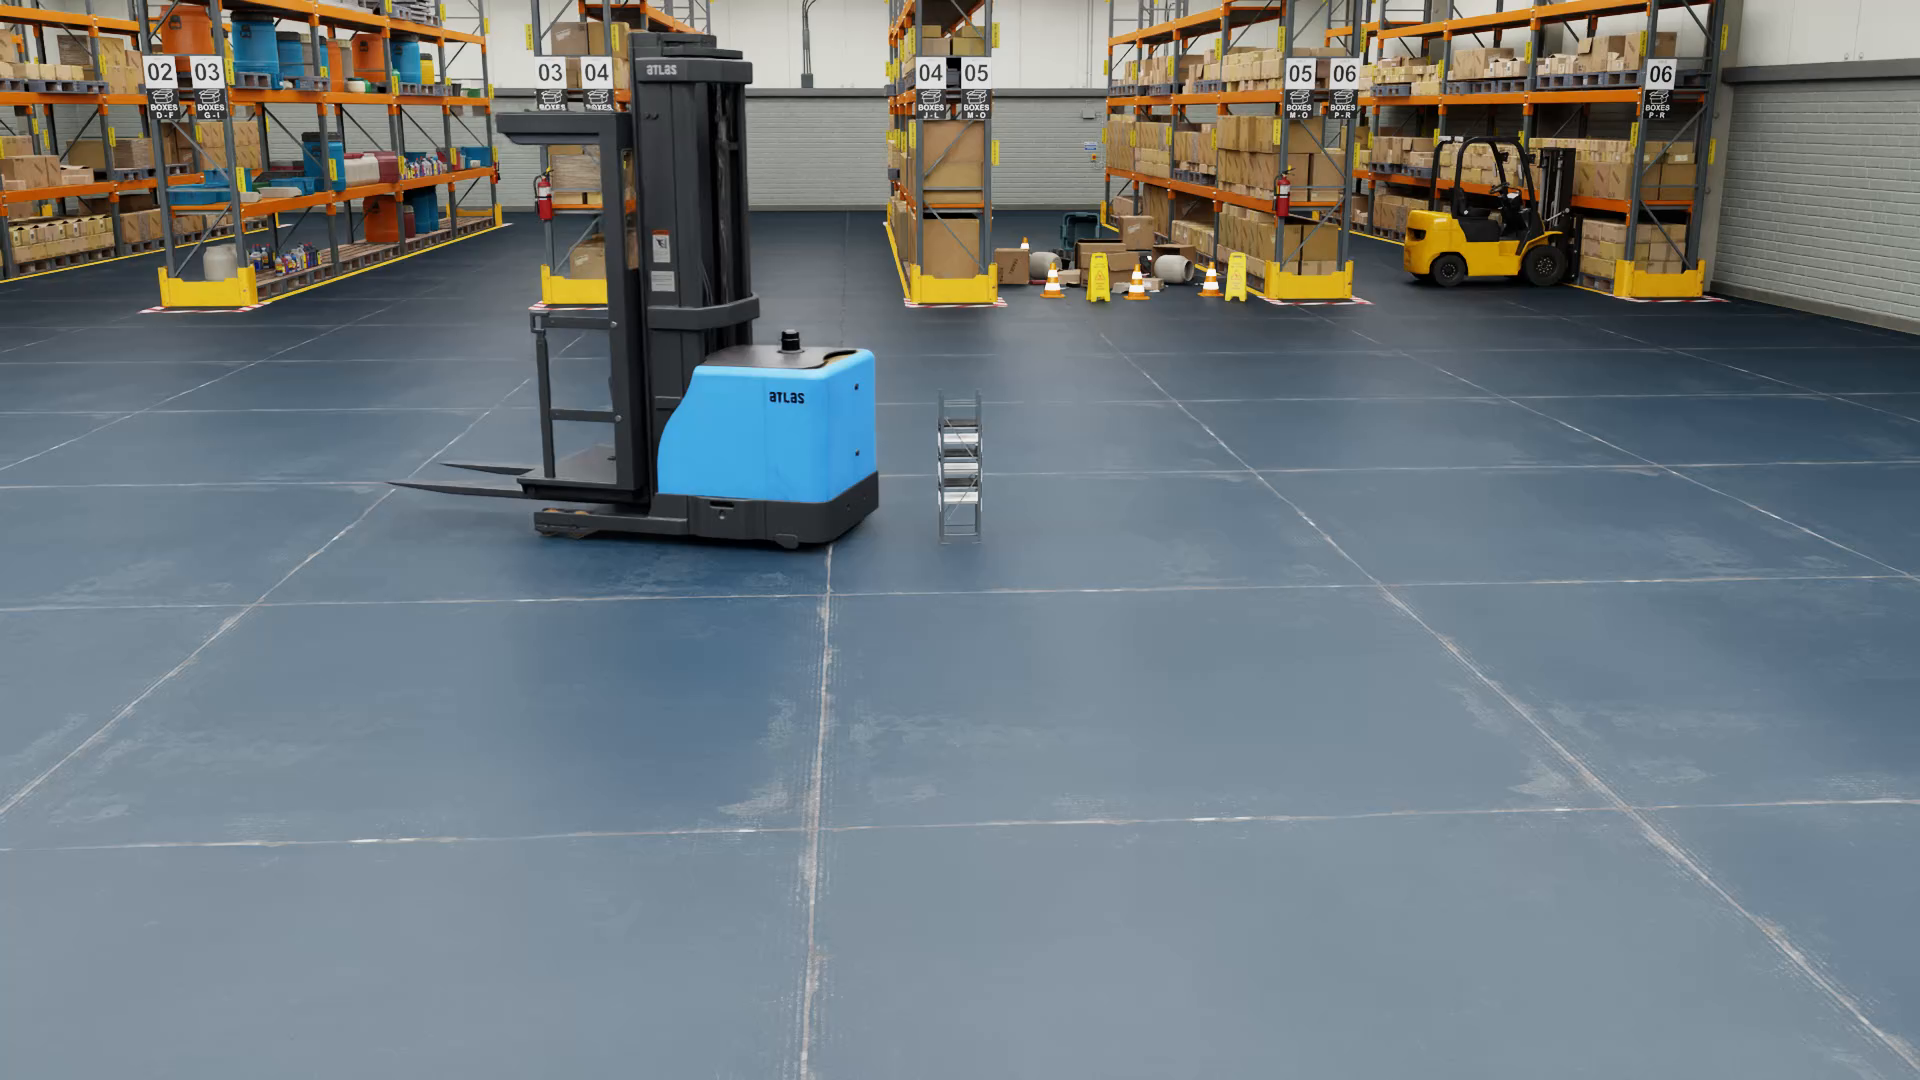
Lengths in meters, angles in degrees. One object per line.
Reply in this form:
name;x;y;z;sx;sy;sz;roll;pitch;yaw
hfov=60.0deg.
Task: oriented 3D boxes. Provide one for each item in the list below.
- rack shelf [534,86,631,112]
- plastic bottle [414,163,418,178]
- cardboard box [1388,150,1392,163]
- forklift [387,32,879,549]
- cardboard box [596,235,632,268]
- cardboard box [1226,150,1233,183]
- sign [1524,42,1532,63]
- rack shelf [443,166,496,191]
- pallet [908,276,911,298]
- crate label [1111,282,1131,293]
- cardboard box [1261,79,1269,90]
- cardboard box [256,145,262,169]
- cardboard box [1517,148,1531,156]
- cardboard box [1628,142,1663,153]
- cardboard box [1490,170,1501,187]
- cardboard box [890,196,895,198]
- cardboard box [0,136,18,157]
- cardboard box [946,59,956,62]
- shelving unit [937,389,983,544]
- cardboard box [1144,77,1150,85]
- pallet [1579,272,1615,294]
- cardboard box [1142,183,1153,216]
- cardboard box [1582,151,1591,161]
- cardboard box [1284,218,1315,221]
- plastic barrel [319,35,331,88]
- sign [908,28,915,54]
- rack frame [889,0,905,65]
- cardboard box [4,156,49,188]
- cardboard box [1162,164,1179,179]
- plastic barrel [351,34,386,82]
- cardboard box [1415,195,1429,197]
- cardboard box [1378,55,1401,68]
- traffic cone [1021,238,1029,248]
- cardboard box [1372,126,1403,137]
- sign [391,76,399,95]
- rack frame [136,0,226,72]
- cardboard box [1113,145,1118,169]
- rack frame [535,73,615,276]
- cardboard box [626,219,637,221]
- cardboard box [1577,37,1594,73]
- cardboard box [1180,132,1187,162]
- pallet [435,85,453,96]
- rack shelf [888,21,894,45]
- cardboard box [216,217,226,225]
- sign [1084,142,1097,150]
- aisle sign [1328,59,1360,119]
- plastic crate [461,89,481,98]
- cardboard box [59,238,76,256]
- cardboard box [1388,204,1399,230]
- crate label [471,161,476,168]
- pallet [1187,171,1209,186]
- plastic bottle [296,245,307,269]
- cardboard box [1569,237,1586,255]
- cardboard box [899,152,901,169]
rack shelf;-5.167;-6.264;23.774;1.077;0.370;4.000;-1;14;-3
plastic bottle;-10.237;-6.942;31.245;0.097;0.271;0.097;0;14;0
cardboard box;8.762;-7.664;33.219;0.396;0.266;0.258;0;14;-1
forklift;-2.091;-1.550;10.168;3.031;2.935;1.130;4;15;15
cardboard box;-5.146;-4.254;24.713;0.500;0.500;0.500;-2;15;-8
cardboard box;4.404;-5.764;25.611;0.500;0.500;0.500;-1;14;-4
sign;9.013;-7.732;26.368;0.100;0.325;0.005;-1;14;-3
rack shelf;-10.854;-7.719;35.450;1.077;0.370;4.000;-1;14;-3
pallet;-0.214;-3.560;23.441;1.003;0.211;1.213;-1;14;-3
crate label;2.337;-3.608;23.776;0.250;0.136;0.298;-9;17;-32
cardboard box;4.504;-6.484;23.690;0.380;0.149;0.250;-1;14;-4
cardboard box;-15.622;-8.430;36.571;0.500;0.500;0.500;0;14;-2
cardboard box;9.312;-6.331;27.111;0.380;0.149;0.250;0;14;-2
cardboard box;9.570;-5.485;23.225;0.380;0.149;0.250;-1;14;-3
cardboard box;9.225;-6.061;27.863;0.500;0.250;0.500;-1;14;-4
cardboard box;-1.384;-7.668;37.493;0.380;0.149;0.250;-2;15;-6
cardboard box;-20.768;-8.249;35.467;0.980;0.700;0.700;-1;14;-4
cardboard box;0.045;-6.990;23.813;0.500;0.250;0.500;-1;14;-4
shelving unit;0.000;-0.438;9.922;0.258;0.900;0.210;-1;14;-3
cardboard box;3.834;-9.022;32.678;0.380;0.166;0.250;-2;15;-7
pallet;9.713;-3.732;24.105;1.003;0.211;1.213;-1;14;-3
cardboard box;4.223;-6.821;33.937;0.875;0.875;0.875;0;14;-2
cardboard box;9.397;-5.656;24.485;0.380;0.149;0.250;-1;14;-3
cardboard box;5.013;-4.515;24.726;0.500;0.500;0.500;-1;14;-2
plastic barrel;-10.563;-7.724;27.001;0.600;0.901;0.708;-1;14;-3
sign;-0.628;-6.551;21.832;0.100;0.325;0.005;-1;14;-3
rack frame;-1.077;-11.598;37.043;1.000;3.000;0.127;-1;14;-3
cardboard box;-15.273;-6.000;27.125;0.500;0.500;0.500;-1;14;-3
cardboard box;4.062;-6.854;30.945;0.500;0.250;0.500;-1;14;-5
plastic barrel;-10.514;-8.580;29.630;0.600;0.830;0.708;-1;14;-3
cardboard box;9.457;-6.908;33.726;0.380;0.149;0.250;-2;15;-6
cardboard box;8.729;-9.724;33.812;0.396;0.266;0.258;-1;14;-4
traffic cone;1.090;-4.836;27.895;0.336;0.463;0.334;-1;14;-3
cardboard box;9.232;-8.686;35.964;0.500;0.500;0.500;-1;14;-5
sign;-9.933;-7.987;29.240;0.100;0.325;0.005;-1;14;-3
rack frame;-9.986;-7.491;21.081;1.000;3.000;0.127;-1;14;-3
cardboard box;3.673;-8.466;36.712;0.500;0.500;0.500;-1;14;-4
rack frame;-5.043;-4.662;22.125;1.000;3.000;0.127;-1;14;-3
cardboard box;-5.388;-5.209;28.385;0.700;0.500;0.500;0;14;1
cardboard box;9.570;-7.156;24.547;0.797;0.503;0.637;0;14;-2
cardboard box;4.189;-6.955;29.399;0.500;0.500;0.500;0;14;-1
pallet;-10.584;-8.738;32.325;1.213;0.211;1.003;-1;14;-3
rack shelf;-0.953;-10.750;35.200;1.077;0.370;4.000;-1;14;-3
cardboard box;-15.547;-6.658;34.686;0.380;0.166;0.250;-1;14;-3
sign;3.432;-10.341;43.657;0.327;0.218;0.001;-1;14;-3
aisle sign;5.161;-6.063;22.355;0.394;0.787;0.004;-1;14;-3
plastic crate;-10.631;-9.674;36.010;0.450;0.188;0.336;-1;14;-3
cardboard box;-15.052;-4.863;27.582;0.500;0.250;0.500;-1;14;-2
cardboard box;8.933;-6.489;33.402;0.500;0.500;0.500;-1;14;-5
crate label;-10.701;-8.125;35.993;0.396;0.136;0.243;-1;14;-3
pallet;4.516;-6.220;28.566;1.003;0.211;1.213;-1;14;-3
plastic bottle;-9.875;-4.227;24.867;0.144;0.351;0.185;-1;14;-4
cardboard box;9.387;-4.375;24.684;0.500;0.250;0.500;-1;14;-5
cardboard box;-0.823;-6.635;29.595;0.500;0.500;0.500;-1;14;-3
